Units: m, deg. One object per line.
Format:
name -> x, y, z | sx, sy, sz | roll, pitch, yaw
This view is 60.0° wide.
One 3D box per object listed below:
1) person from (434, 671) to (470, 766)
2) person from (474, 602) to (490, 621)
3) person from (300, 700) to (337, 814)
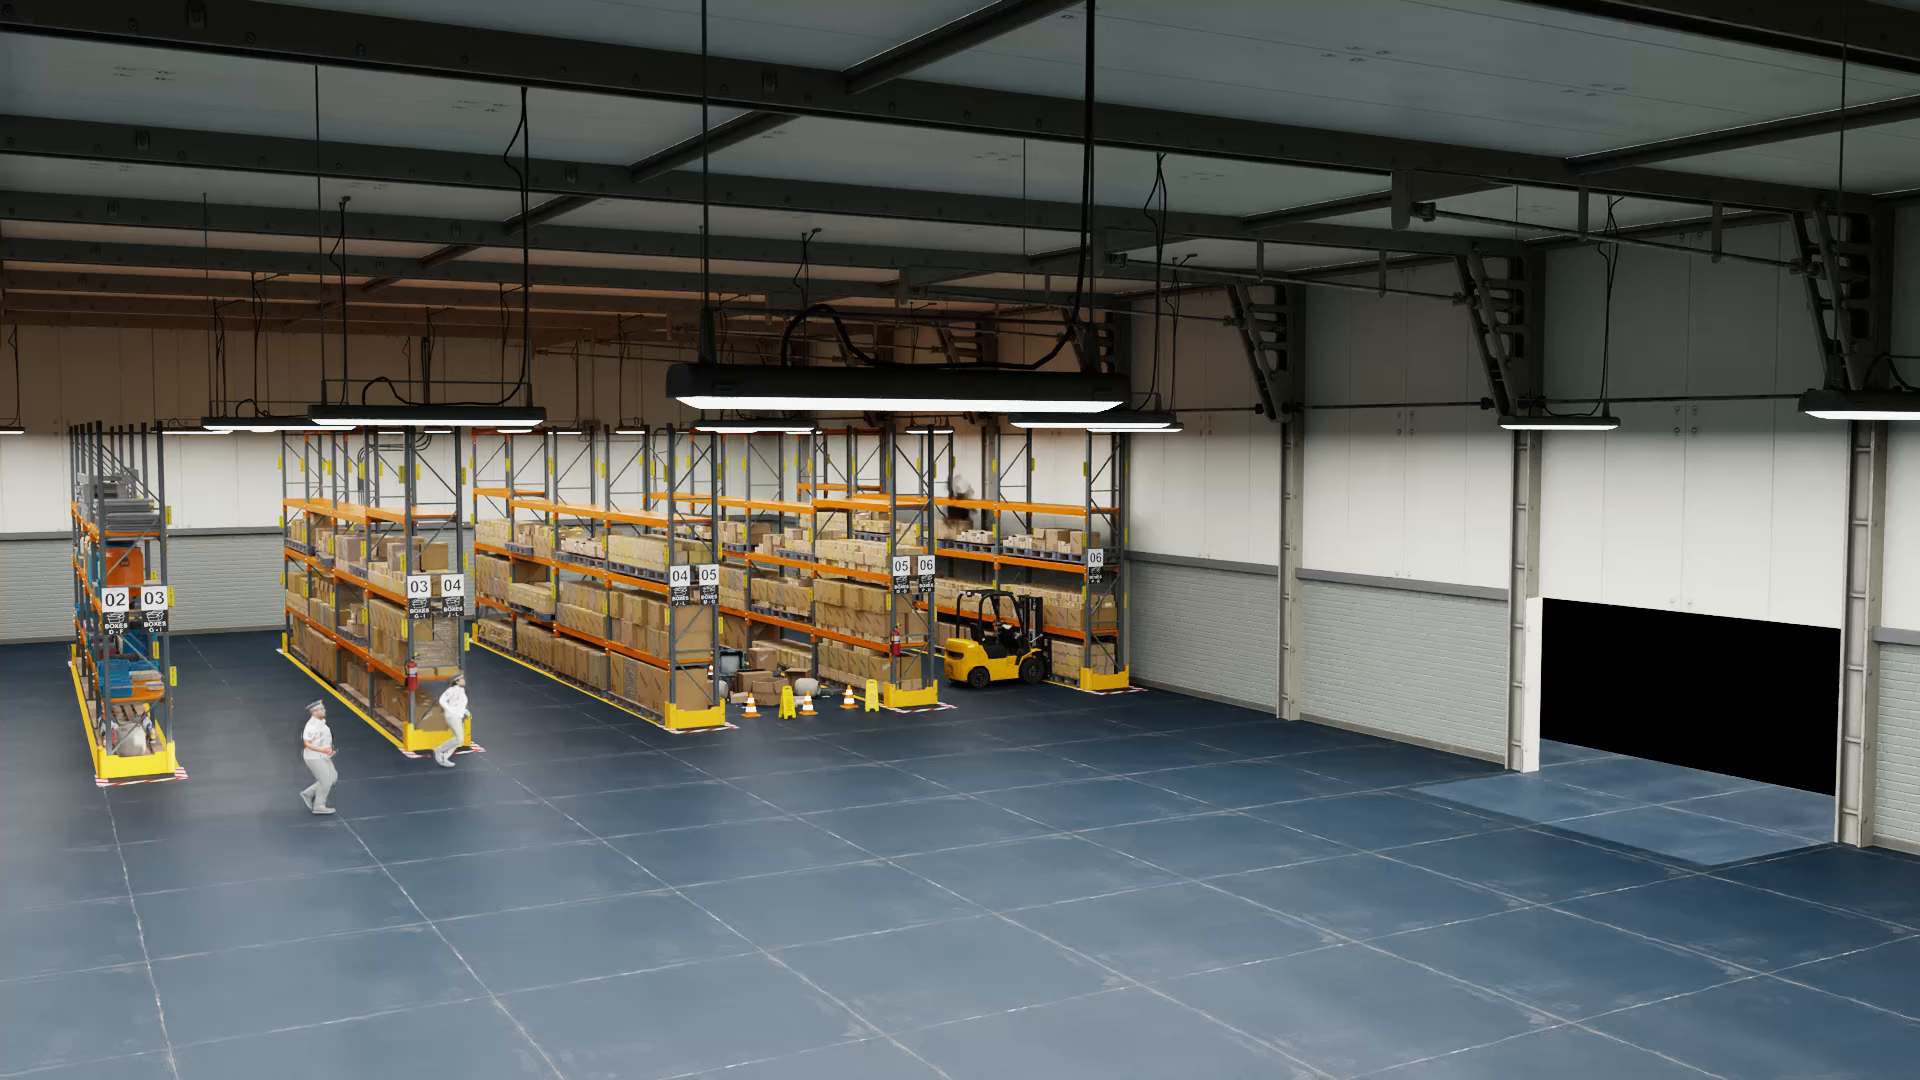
person -> -8.855, 3.114, 29.111 | 0.542, 1.610, 0.662 | 0, 4, 7
person -> -13.731, 1.934, 47.941 | 0.607, 1.639, 0.494 | 3, 5, 42
person -> -9.743, 3.289, 25.274 | 0.585, 1.739, 0.686 | 0, 4, -5
